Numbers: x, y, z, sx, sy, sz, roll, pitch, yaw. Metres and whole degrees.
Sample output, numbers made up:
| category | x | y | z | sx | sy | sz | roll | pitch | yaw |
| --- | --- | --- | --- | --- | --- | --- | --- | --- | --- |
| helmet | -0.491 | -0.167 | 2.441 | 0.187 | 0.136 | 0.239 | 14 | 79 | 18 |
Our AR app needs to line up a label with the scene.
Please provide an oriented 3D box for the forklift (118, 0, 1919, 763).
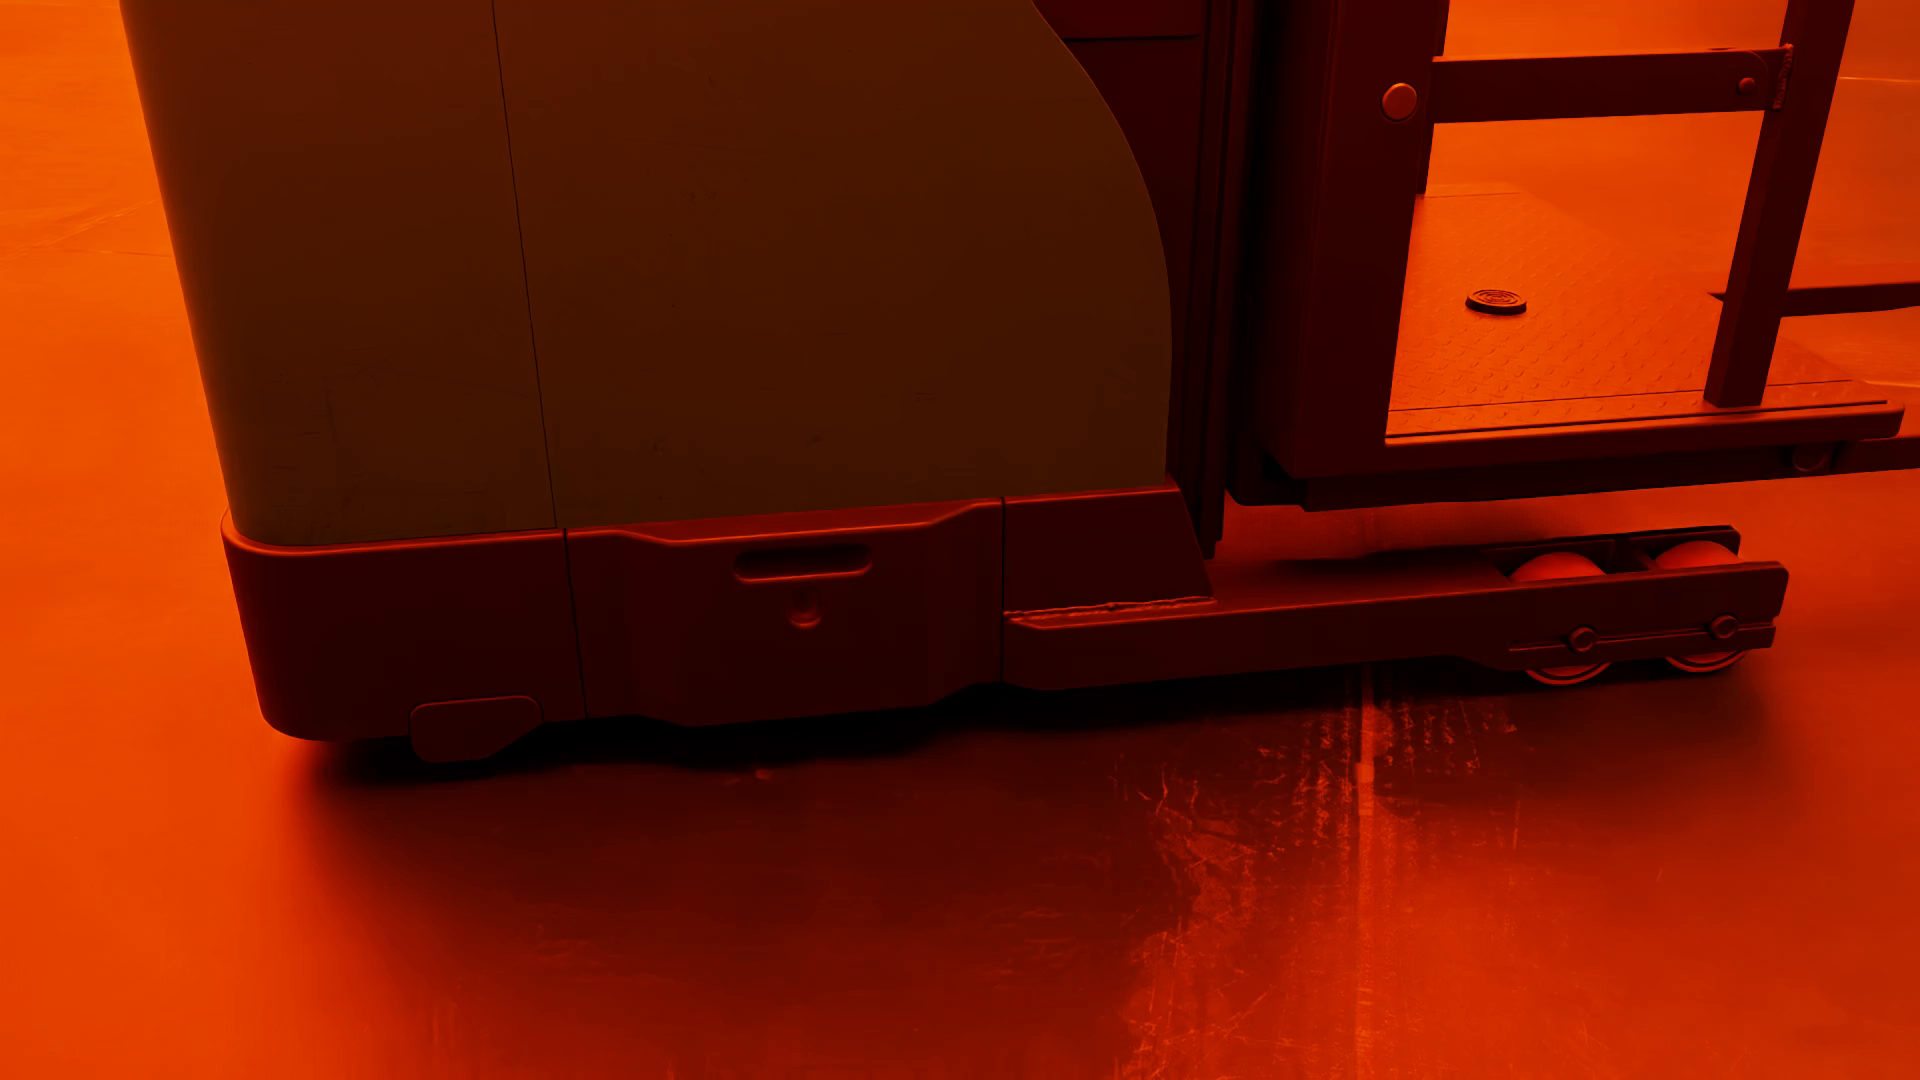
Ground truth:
| category | x | y | z | sx | sy | sz | roll | pitch | yaw |
| --- | --- | --- | --- | --- | --- | --- | --- | --- | --- |
| forklift | 0.600 | -1.354 | 1.930 | 3.031 | 2.935 | 1.130 | -4 | 27 | -9 |
